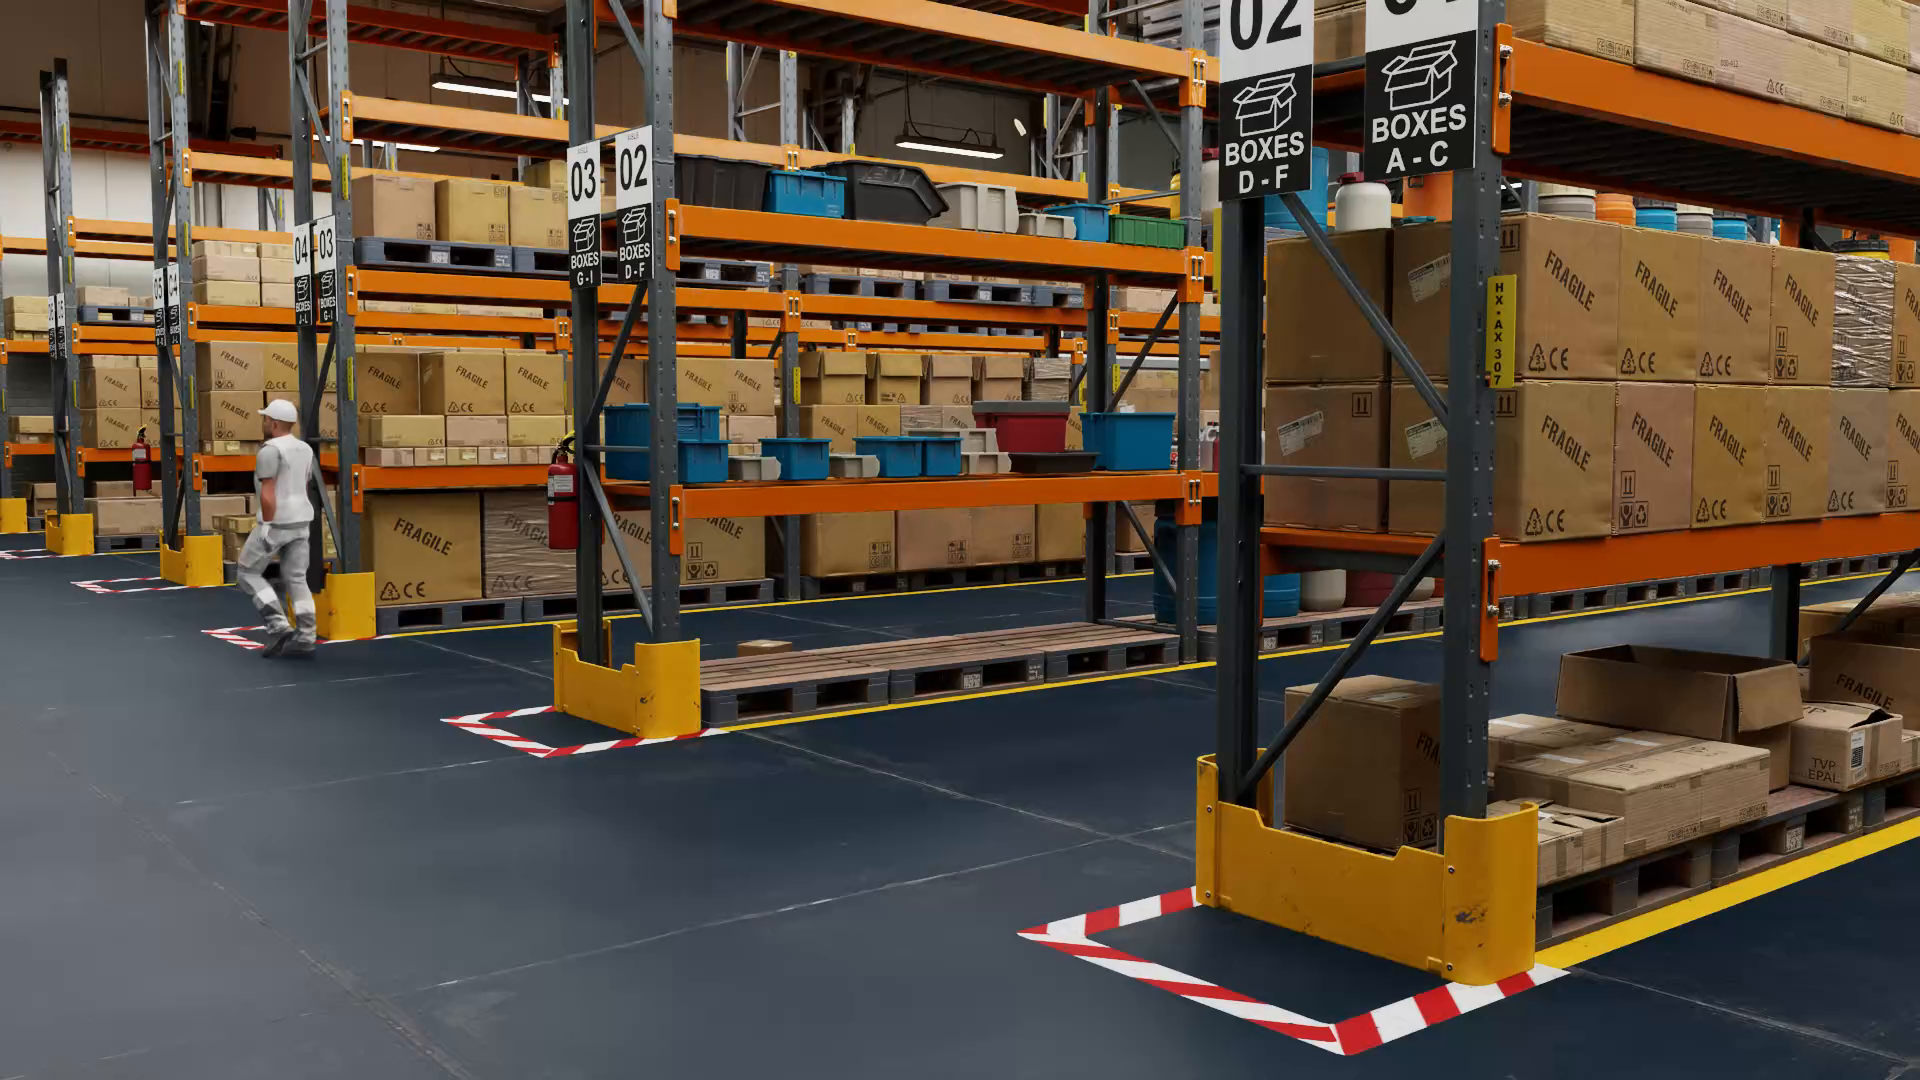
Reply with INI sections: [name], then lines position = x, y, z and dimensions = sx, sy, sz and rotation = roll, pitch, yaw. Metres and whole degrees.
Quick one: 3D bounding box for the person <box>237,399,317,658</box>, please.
[person]
position = -4.786, -0.081, 11.681
dimensions = 0.472, 1.812, 0.554
rotation = 1, 4, 19
